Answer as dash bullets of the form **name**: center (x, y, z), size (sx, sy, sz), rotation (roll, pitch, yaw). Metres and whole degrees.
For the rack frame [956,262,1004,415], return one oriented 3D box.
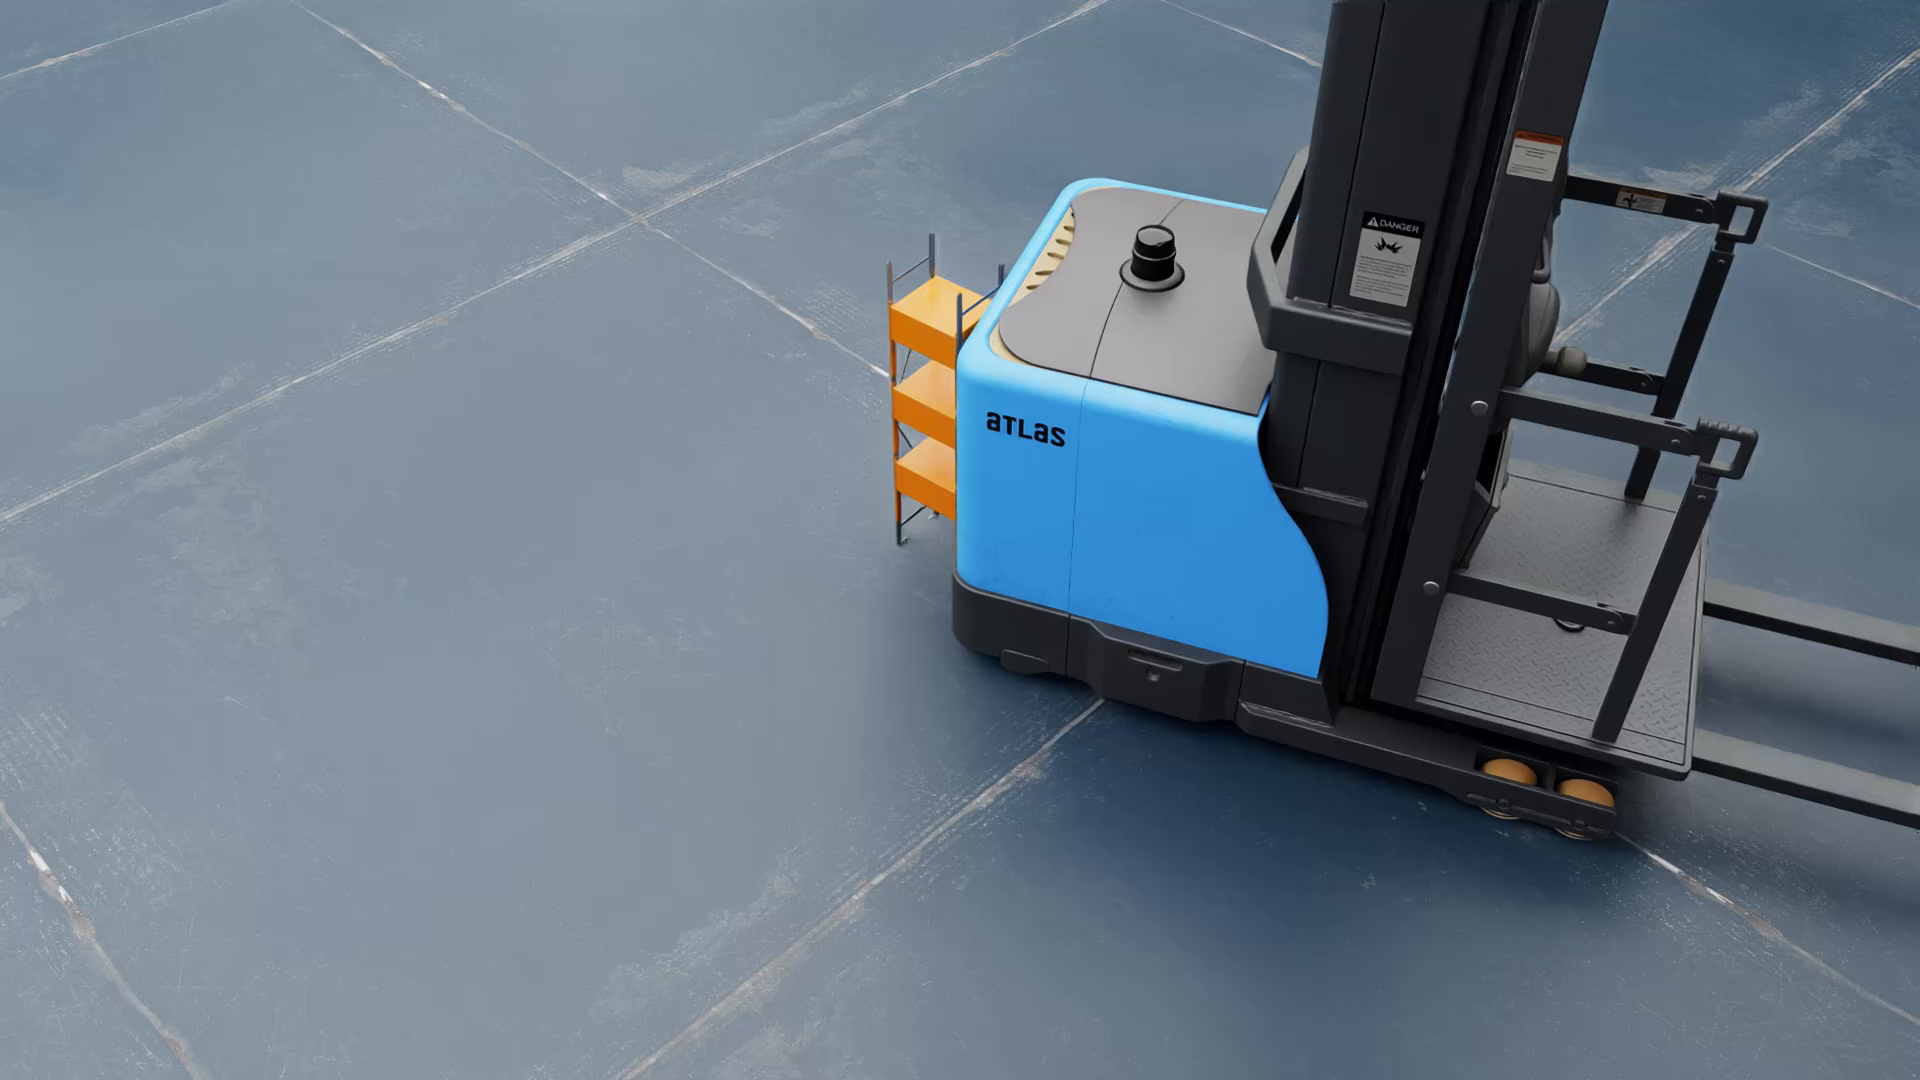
- **rack frame**: center (0.055, -0.316, 4.818), size (0.008, 1.050, 0.200), rotation (28, 50, 27)

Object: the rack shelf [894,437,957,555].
- **rack shelf**: center (-0.040, -0.156, 5.070), size (0.240, 0.259, 0.215), rotation (28, 50, 27)

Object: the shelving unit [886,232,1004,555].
- **shelving unit**: center (-0.040, -0.368, 4.874), size (0.252, 1.050, 0.215), rotation (28, 50, 27)

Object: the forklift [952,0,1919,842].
- **forklift**: center (1.549, -0.695, 3.843), size (3.031, 2.935, 1.130), rotation (14, 45, 15)

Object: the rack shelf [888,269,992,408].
- **rack shelf**: center (-0.040, -0.568, 4.689), size (0.240, 0.259, 0.215), rotation (28, 50, 27)

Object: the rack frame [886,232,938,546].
- **rack frame**: center (-0.136, -0.419, 4.930), size (0.008, 1.050, 0.200), rotation (28, 50, 27)

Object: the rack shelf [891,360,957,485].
- **rack shelf**: center (-0.040, -0.360, 4.881), size (0.240, 0.259, 0.215), rotation (28, 50, 27)
